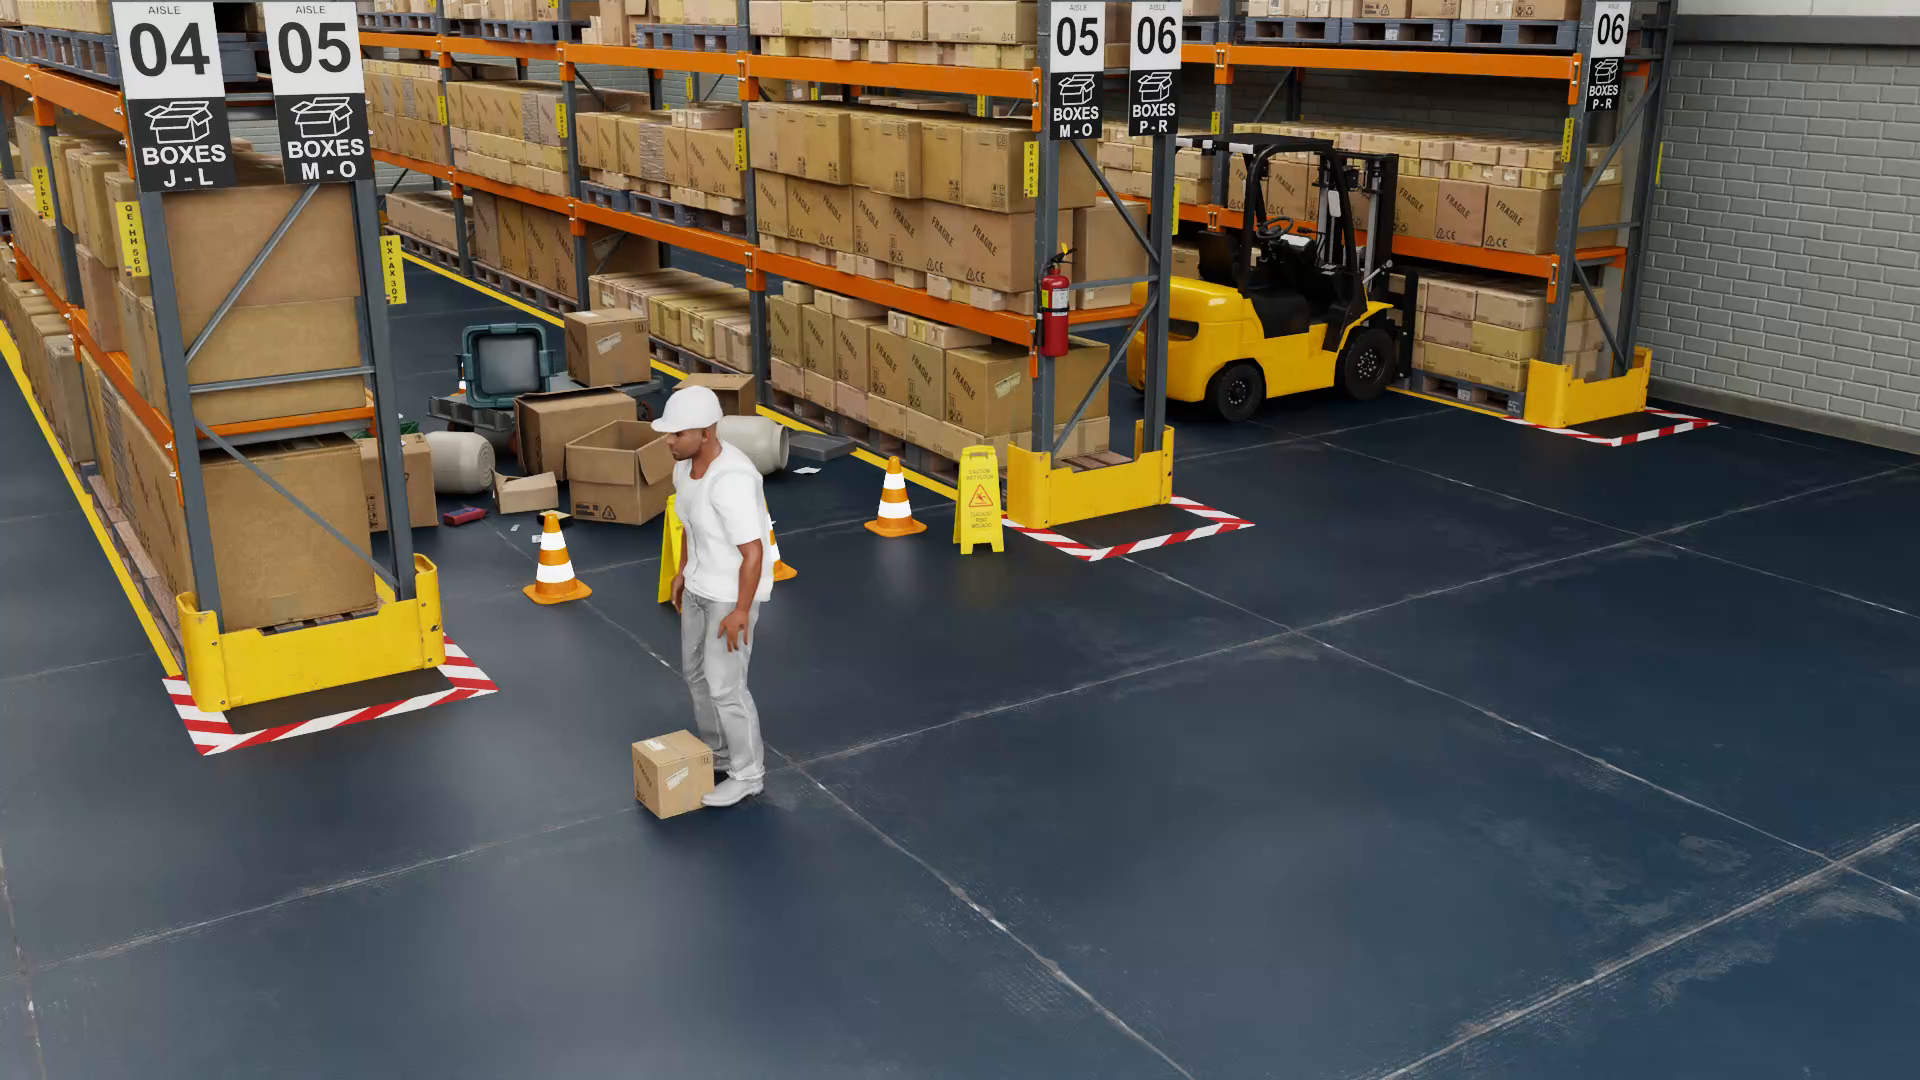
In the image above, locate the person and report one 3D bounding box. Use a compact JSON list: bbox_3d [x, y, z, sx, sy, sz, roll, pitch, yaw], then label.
[{"bbox_3d":[-1.017,0.217,6.855,0.458,1.761,0.628,-11,21,-31],"label":"person"}]
